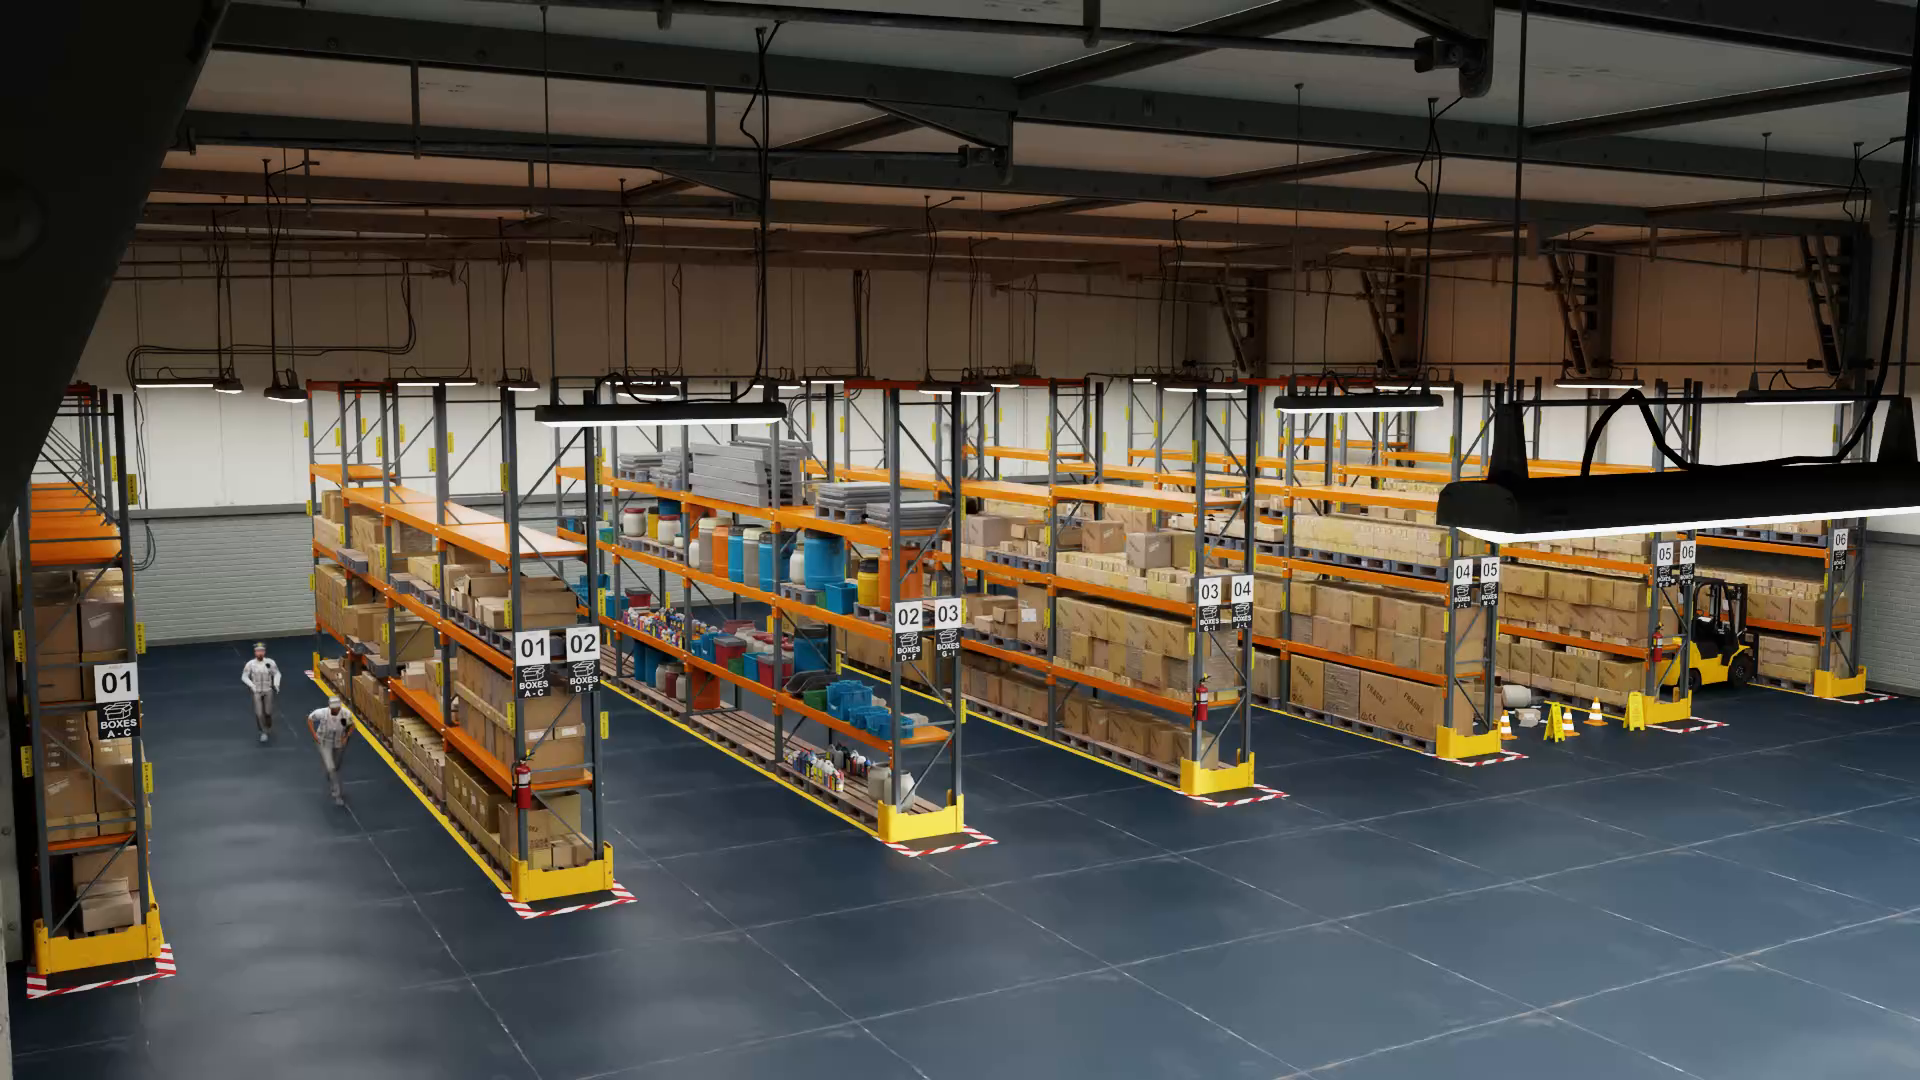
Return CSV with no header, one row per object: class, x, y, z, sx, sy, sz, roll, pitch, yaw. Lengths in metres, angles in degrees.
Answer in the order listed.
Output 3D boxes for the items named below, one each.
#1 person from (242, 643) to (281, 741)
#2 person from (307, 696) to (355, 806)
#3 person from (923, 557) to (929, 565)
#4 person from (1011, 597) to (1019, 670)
person,-11.760,2.543,28.018,0.616,1.659,0.554,-3,7,-25
person,-9.125,3.008,24.131,0.639,1.627,1.033,-3,7,-28
person,-0.897,1.243,40.277,0.752,1.618,0.673,1,6,10
person,1.159,1.754,32.731,0.644,1.709,0.866,-4,7,-31
